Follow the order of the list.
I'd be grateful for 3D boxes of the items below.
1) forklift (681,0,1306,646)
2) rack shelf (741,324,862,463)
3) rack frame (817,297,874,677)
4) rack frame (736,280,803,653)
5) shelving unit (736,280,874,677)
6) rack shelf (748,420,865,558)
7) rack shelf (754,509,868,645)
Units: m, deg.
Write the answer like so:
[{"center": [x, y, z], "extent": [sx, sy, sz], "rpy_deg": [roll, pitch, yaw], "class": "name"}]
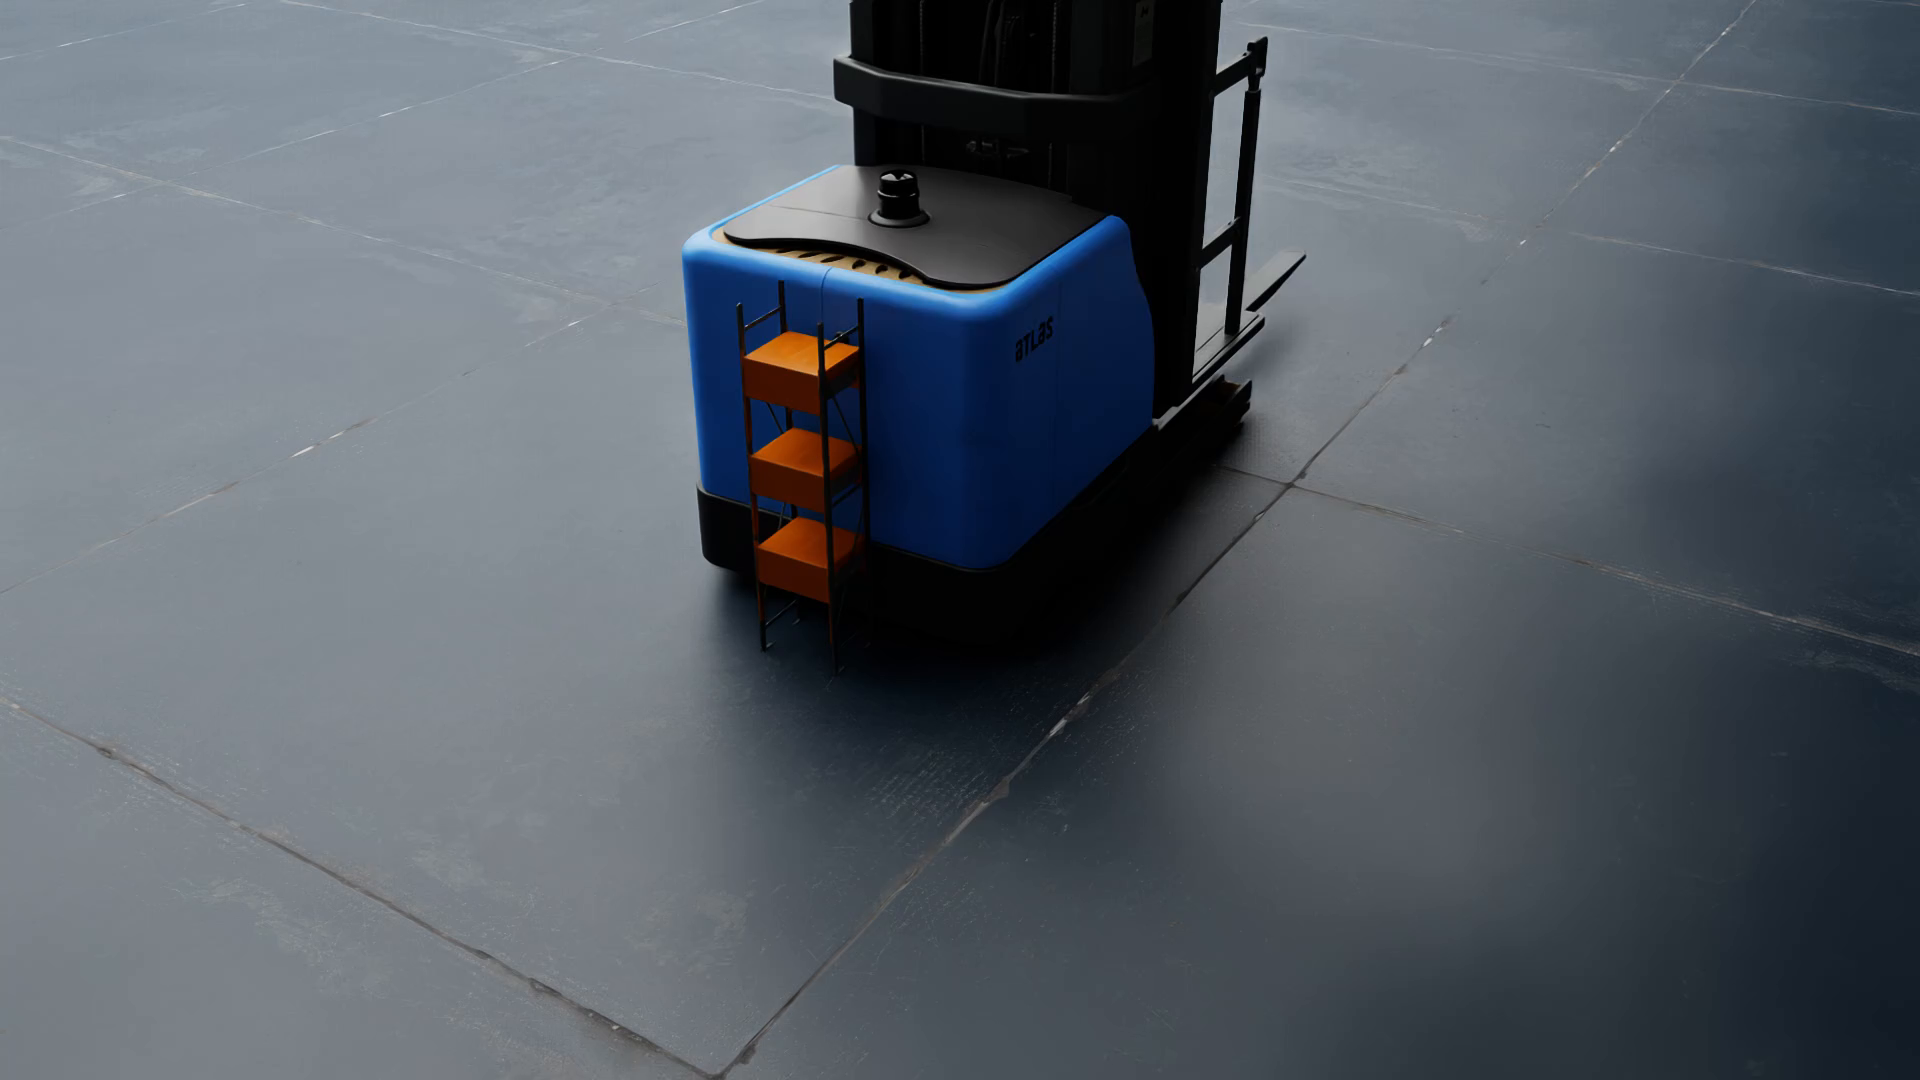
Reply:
[{"center": [0.385, -1.685, 5.229], "extent": [1.130, 2.935, 3.031], "rpy_deg": [16, 34, 25], "class": "forklift"}, {"center": [-0.404, -0.385, 4.325], "extent": [0.240, 0.259, 0.215], "rpy_deg": [16, 34, 25], "class": "rack shelf"}, {"center": [-0.298, -0.118, 4.411], "extent": [0.008, 1.050, 0.200], "rpy_deg": [16, 34, 25], "class": "rack frame"}, {"center": [-0.510, -0.179, 4.515], "extent": [0.008, 1.050, 0.200], "rpy_deg": [16, 34, 25], "class": "rack frame"}, {"center": [-0.404, -0.149, 4.463], "extent": [0.252, 1.050, 0.215], "rpy_deg": [16, 34, 25], "class": "shelving unit"}, {"center": [-0.404, -0.140, 4.468], "extent": [0.240, 0.259, 0.215], "rpy_deg": [16, 34, 25], "class": "rack shelf"}, {"center": [-0.404, 0.100, 4.609], "extent": [0.240, 0.259, 0.215], "rpy_deg": [16, 34, 25], "class": "rack shelf"}]
